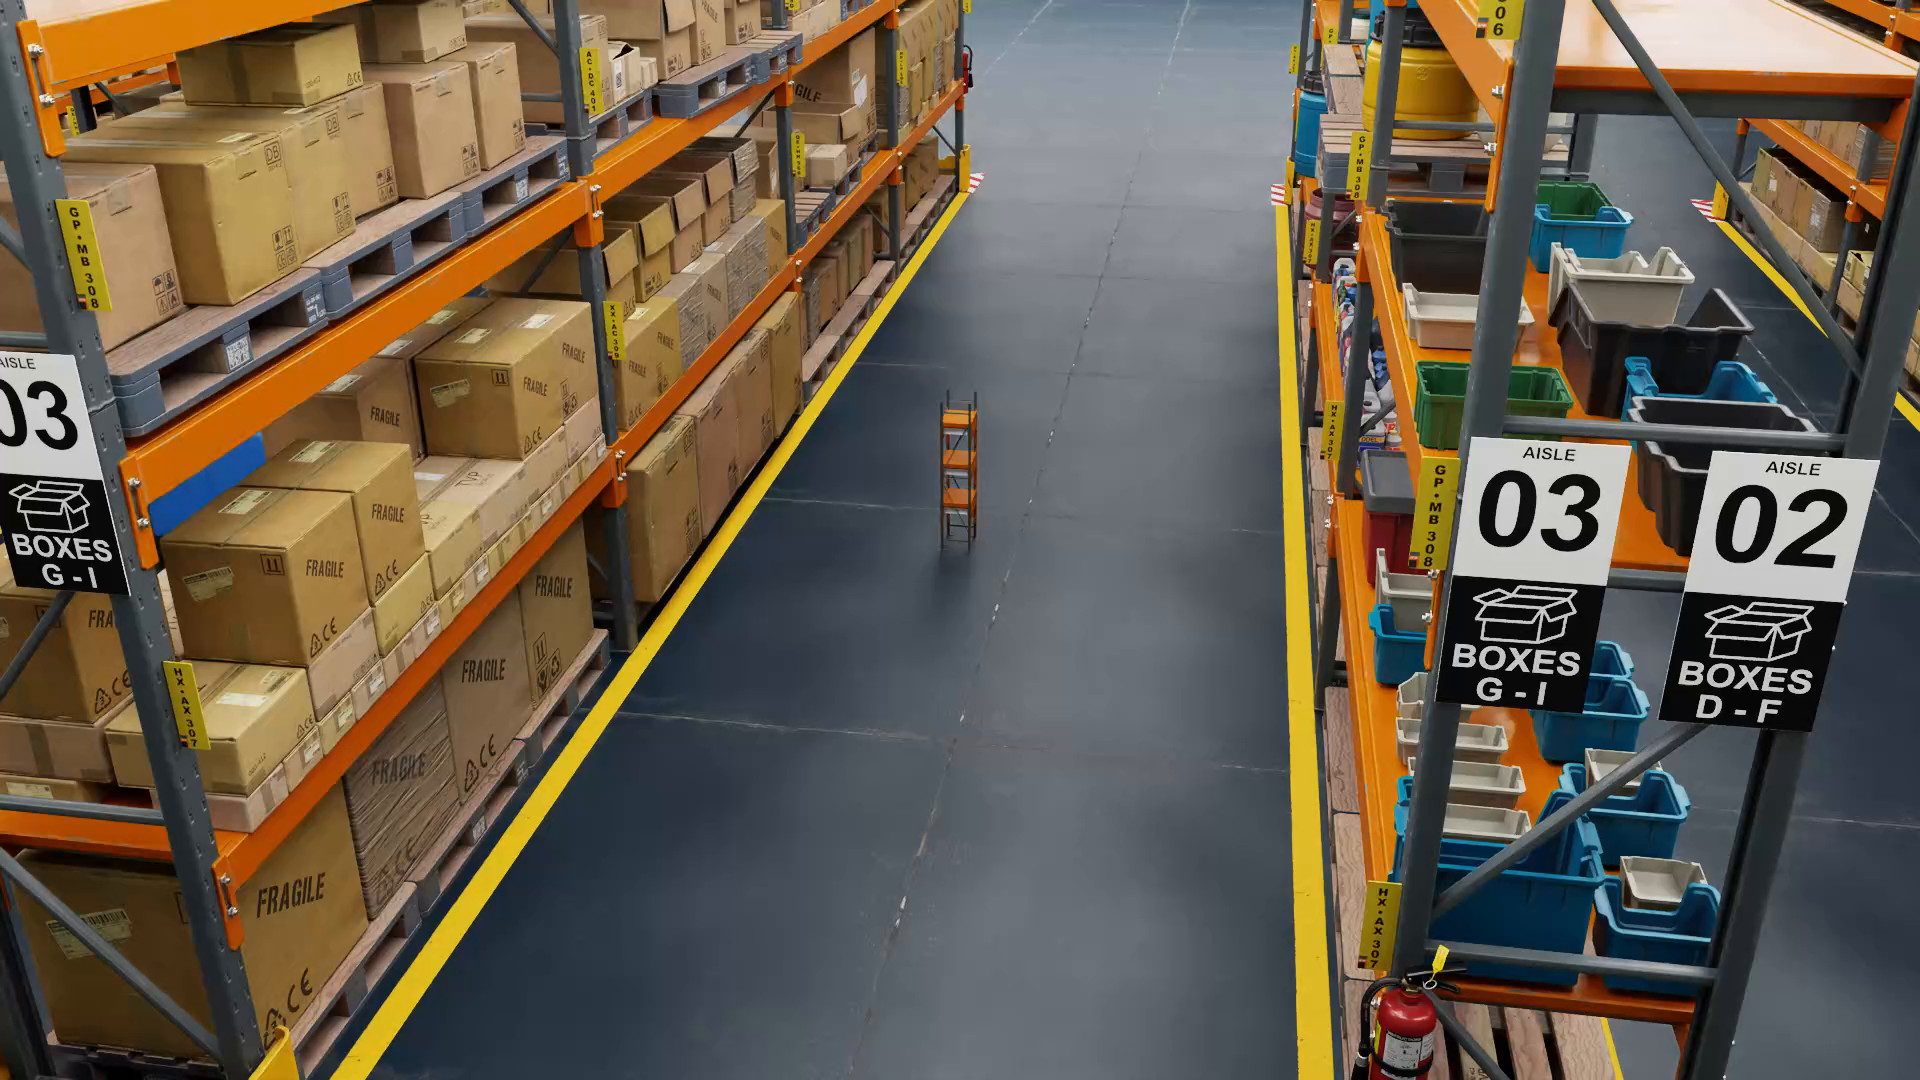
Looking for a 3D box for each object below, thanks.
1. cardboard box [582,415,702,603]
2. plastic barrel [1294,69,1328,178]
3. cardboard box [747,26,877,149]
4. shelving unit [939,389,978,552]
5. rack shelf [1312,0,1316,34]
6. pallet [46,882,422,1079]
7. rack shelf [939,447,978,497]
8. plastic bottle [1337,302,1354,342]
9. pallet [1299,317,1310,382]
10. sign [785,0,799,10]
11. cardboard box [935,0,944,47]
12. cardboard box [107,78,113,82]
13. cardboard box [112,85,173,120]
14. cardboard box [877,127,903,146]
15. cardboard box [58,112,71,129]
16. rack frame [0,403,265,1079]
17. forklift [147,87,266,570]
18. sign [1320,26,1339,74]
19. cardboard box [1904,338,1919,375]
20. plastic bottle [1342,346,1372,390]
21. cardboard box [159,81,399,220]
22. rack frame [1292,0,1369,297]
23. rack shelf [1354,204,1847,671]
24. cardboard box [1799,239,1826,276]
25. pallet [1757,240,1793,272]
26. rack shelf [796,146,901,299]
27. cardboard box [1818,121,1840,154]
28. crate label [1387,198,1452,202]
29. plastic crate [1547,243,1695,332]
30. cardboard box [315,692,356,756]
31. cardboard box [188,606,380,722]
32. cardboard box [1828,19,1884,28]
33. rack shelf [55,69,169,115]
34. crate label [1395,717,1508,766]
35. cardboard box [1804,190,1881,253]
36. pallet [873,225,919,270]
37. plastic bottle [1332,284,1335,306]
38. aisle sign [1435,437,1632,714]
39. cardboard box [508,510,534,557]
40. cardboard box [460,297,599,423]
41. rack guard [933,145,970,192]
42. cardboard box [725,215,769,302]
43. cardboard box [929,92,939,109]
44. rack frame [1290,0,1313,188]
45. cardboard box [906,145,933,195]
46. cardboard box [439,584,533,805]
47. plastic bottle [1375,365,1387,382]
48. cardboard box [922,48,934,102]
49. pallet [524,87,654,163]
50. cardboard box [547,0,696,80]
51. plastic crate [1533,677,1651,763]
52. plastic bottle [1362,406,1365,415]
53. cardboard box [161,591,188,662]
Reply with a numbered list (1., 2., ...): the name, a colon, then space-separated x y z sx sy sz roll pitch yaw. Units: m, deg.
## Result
1. cardboard box: -2.335 -0.240 10.235 1.225 0.875 0.875 4 25 9
2. plastic barrel: 3.412 -3.832 15.307 0.600 0.901 0.708 4 25 9
3. cardboard box: -1.381 -4.228 15.541 1.000 1.000 1.000 4 25 9
4. shelving unit: -0.009 -0.453 10.980 0.215 1.050 0.252 4 25 9
5. rack shelf: 4.100 -5.615 17.017 1.077 0.370 4.000 4 25 9
6. pallet: -3.020 1.853 7.042 1.003 0.211 1.213 4 25 9
7. rack shelf: -0.009 -0.444 10.984 0.215 0.259 0.240 4 25 9
8. plastic bottle: 2.533 -1.422 10.902 0.097 0.271 0.097 0 25 0
9. pallet: 3.486 -1.640 14.504 1.003 0.211 1.213 4 25 9
10. sign: -1.220 -4.002 12.021 0.100 0.325 0.005 4 25 9
11. cardboard box: -0.465 -5.729 18.302 0.500 0.500 0.500 4 25 9
12. cardboard box: -10.355 -5.525 19.812 0.380 0.149 0.250 4 25 9
13. cardboard box: -6.560 -3.487 13.863 0.700 0.500 0.500 4 25 8
14. cardboard box: -0.781 -4.044 16.647 0.380 0.149 0.250 4 25 9
15. cardboard box: -10.365 -4.845 19.160 0.380 0.149 0.250 5 26 11
16. rack frame: -3.074 0.930 5.724 1.000 3.000 0.127 4 25 9
17. forklift: -4.441 -1.671 11.362 1.130 2.935 3.031 4 25 8
18. sign: 2.576 -3.419 11.601 0.100 0.325 0.005 4 25 9
19. cardboard box: 8.099 -1.551 13.773 0.500 0.250 0.500 5 25 10
20. plastic bottle: 2.414 -1.048 10.096 0.152 0.276 0.135 4 25 9
21. cardboard box: -2.807 -1.617 6.897 0.700 0.500 0.500 5 26 11
22. rack frame: 3.774 -3.745 15.713 1.000 3.000 0.127 4 25 9
23. rack shelf: 2.139 -0.596 6.295 1.077 0.370 4.000 4 25 9
24. cardboard box: 8.611 -2.763 16.363 0.500 0.250 0.500 4 25 9
25. pallet: 9.028 -2.979 17.366 1.003 0.211 1.213 4 25 9
26. rack shelf: -1.440 -2.926 14.812 1.077 0.370 4.000 4 25 9
27. cardboard box: 8.892 -4.063 16.273 0.700 0.500 0.500 4 25 9
28. crate label: 2.101 -1.454 7.591 0.293 0.136 0.466 4 25 9
29. plastic crate: 2.479 -0.937 6.315 0.437 0.282 0.530 4 25 9
30. cardboard box: -2.608 0.704 6.504 0.380 0.149 0.250 3 25 7
31. cardboard box: -2.651 0.464 6.547 0.500 0.250 0.500 4 25 8
32. cardboard box: 8.972 -4.849 16.423 0.700 0.500 0.500 4 25 9
33. rack shelf: -10.563 -5.286 19.853 1.077 0.370 4.000 4 25 9
34. crate label: 1.850 0.774 6.299 0.396 0.136 0.243 4 25 9
35. cardboard box: 8.613 -3.103 16.204 0.500 0.500 0.500 4 25 9
36. pallet: -1.038 -3.109 17.643 1.003 0.211 1.213 4 25 9
37. plastic bottle: 2.668 -1.737 11.656 0.097 0.201 0.097 0 25 0
38. aisle sign: 1.512 0.106 4.419 0.394 0.787 0.004 4 25 9
39. cardboard box: -2.315 -0.048 8.111 0.380 0.149 0.250 4 25 10
40. cardboard box: -2.232 -0.938 8.658 0.500 0.500 0.500 5 25 10
41. rack guard: -0.471 -4.598 20.483 1.175 0.500 0.348 4 25 9
42. cardboard box: -1.690 -2.029 11.929 0.500 0.500 0.500 4 25 8
43. cardboard box: -0.444 -4.880 18.433 0.380 0.149 0.250 4 25 9
44. rack frame: 4.427 -5.418 19.287 1.000 3.000 0.127 4 25 9
45. cardboard box: -0.642 -4.307 19.367 0.500 0.500 0.500 11 27 22
46. cardboard box: -2.754 0.676 8.278 0.875 0.875 0.875 4 25 9
47. plastic bottle: 2.480 -0.891 9.768 0.097 0.271 0.097 0 25 0
48. cardboard box: -0.757 -5.082 18.099 0.875 0.500 0.500 4 25 9
49. pallet: -2.319 -2.401 9.530 0.805 0.209 1.217 3 25 6
50. cardboard box: -2.079 -3.155 10.297 0.797 0.503 0.637 4 25 8
51. plastic crate: 2.393 0.691 6.362 0.416 0.233 0.300 4 25 9
52. plastic bottle: 2.204 -0.634 9.203 0.061 0.283 0.133 4 25 9
53. cardboard box: -3.173 0.430 6.618 0.500 0.250 0.500 4 25 8
